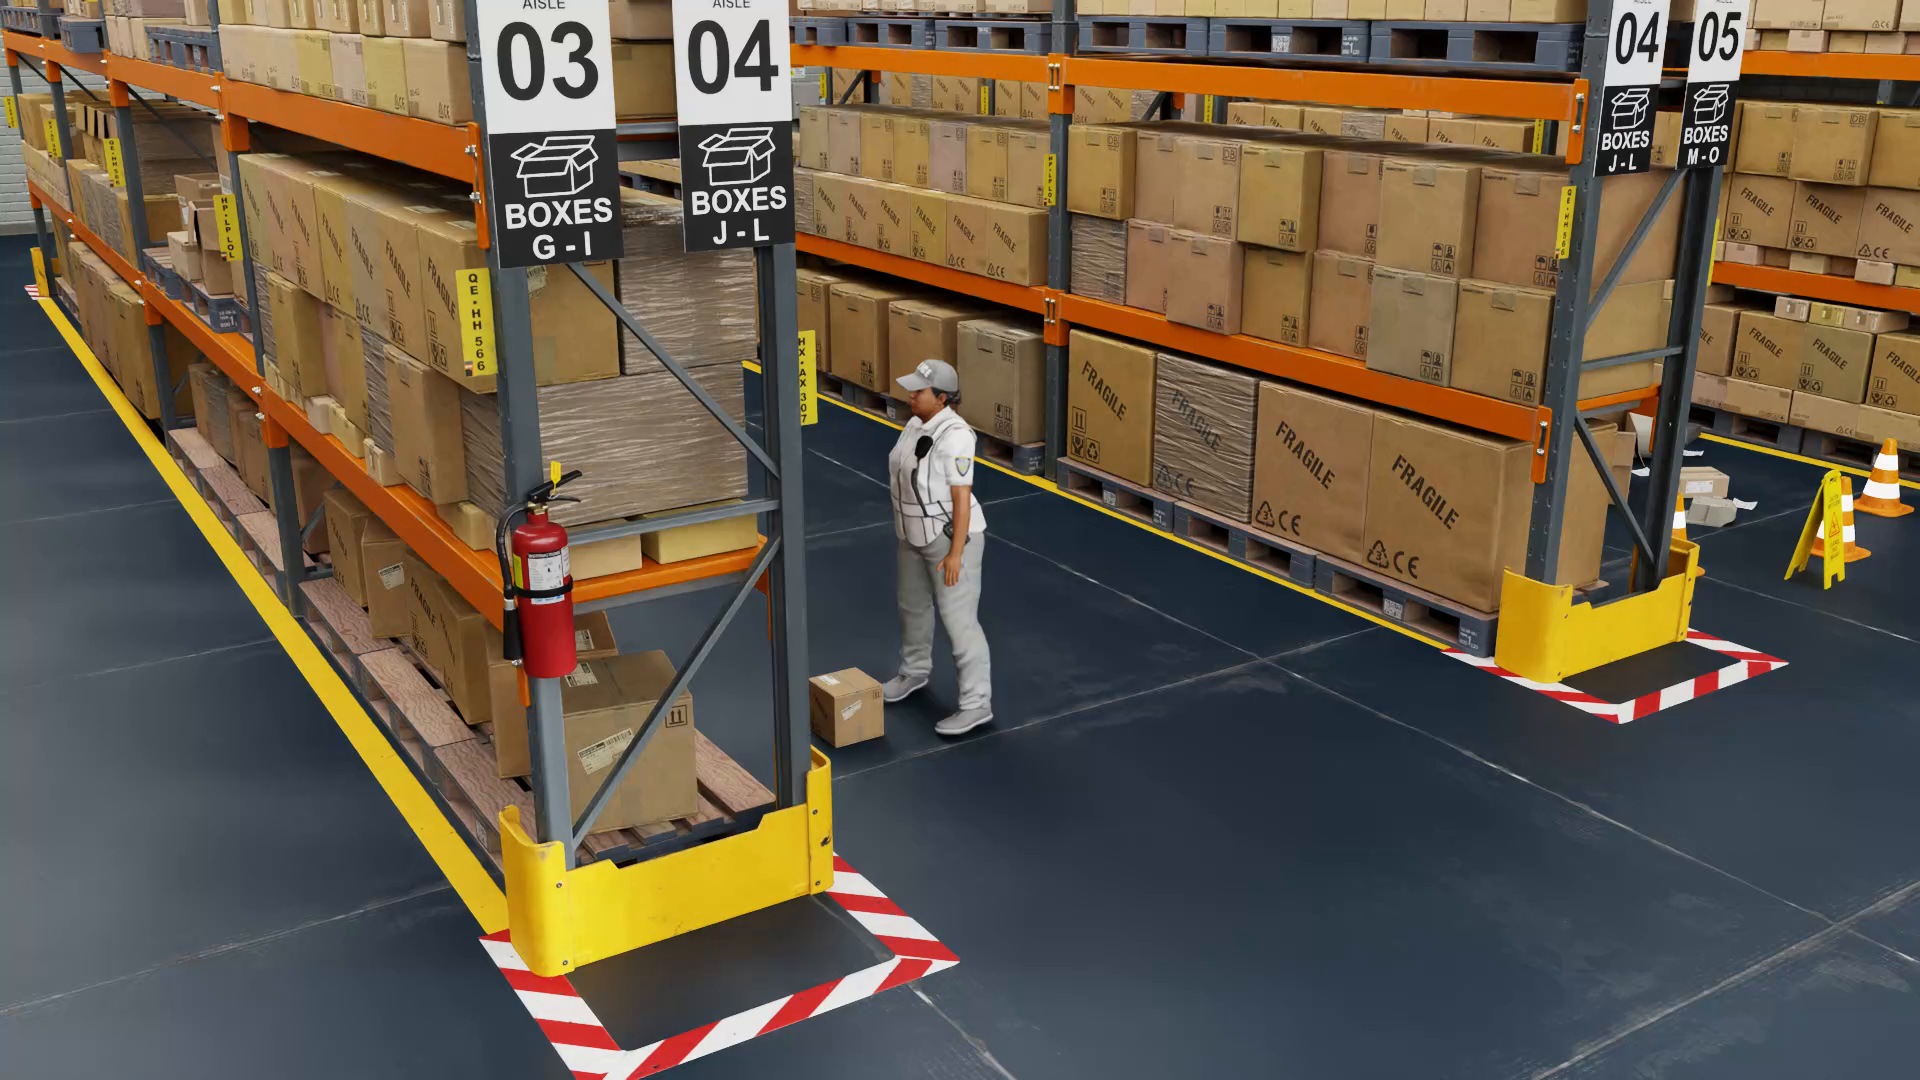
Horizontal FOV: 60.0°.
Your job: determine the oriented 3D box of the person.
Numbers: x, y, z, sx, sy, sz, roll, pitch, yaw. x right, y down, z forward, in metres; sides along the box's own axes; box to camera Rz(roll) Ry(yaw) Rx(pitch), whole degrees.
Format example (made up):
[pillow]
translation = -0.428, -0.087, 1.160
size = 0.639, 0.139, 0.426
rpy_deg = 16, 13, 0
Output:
[person]
translation = -0.107, 0.005, 7.526
size = 0.404, 1.670, 0.646
rpy_deg = -11, 21, -30
